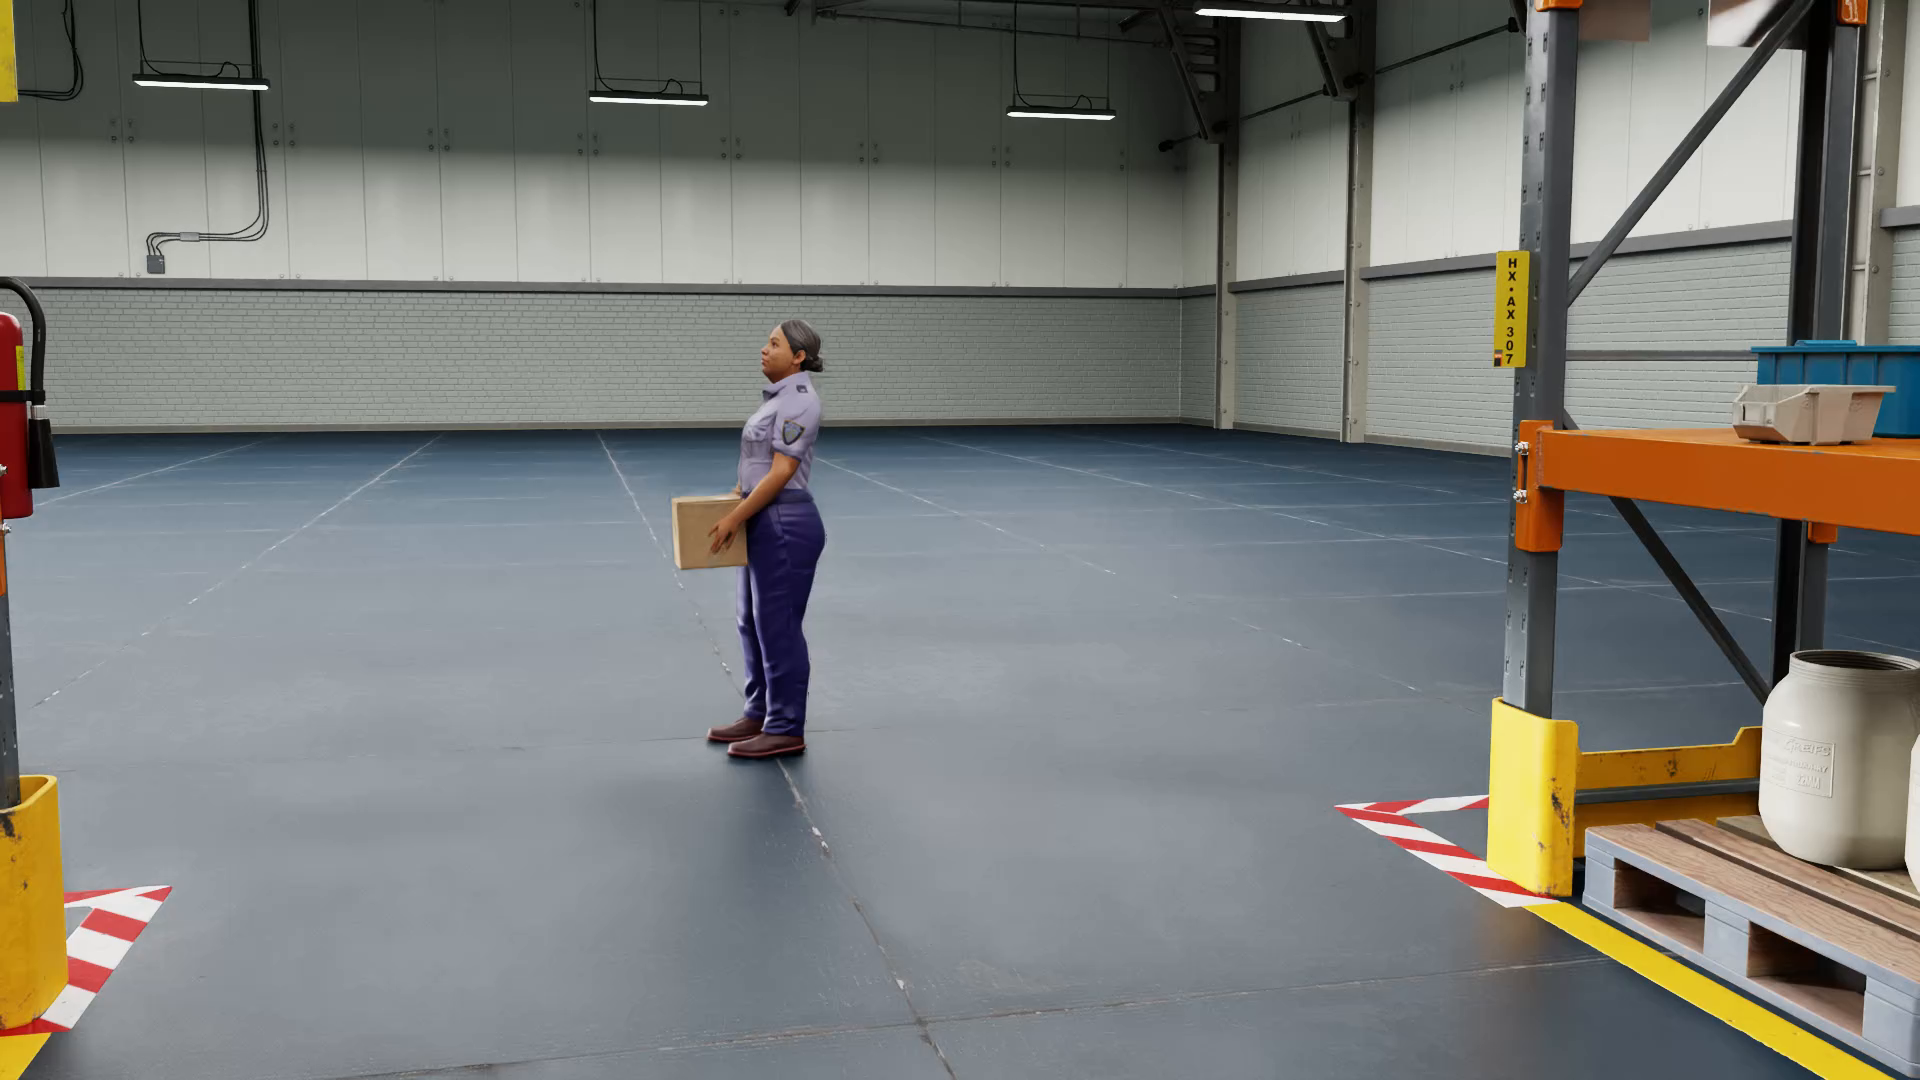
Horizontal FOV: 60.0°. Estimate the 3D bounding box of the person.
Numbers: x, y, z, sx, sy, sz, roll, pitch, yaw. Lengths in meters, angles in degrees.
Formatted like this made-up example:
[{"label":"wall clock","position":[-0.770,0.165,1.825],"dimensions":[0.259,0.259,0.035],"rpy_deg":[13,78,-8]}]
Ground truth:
[{"label":"person","position":[-0.742,-0.011,6.336],"dimensions":[0.458,1.650,0.523],"rpy_deg":[-1,6,-13]}]
